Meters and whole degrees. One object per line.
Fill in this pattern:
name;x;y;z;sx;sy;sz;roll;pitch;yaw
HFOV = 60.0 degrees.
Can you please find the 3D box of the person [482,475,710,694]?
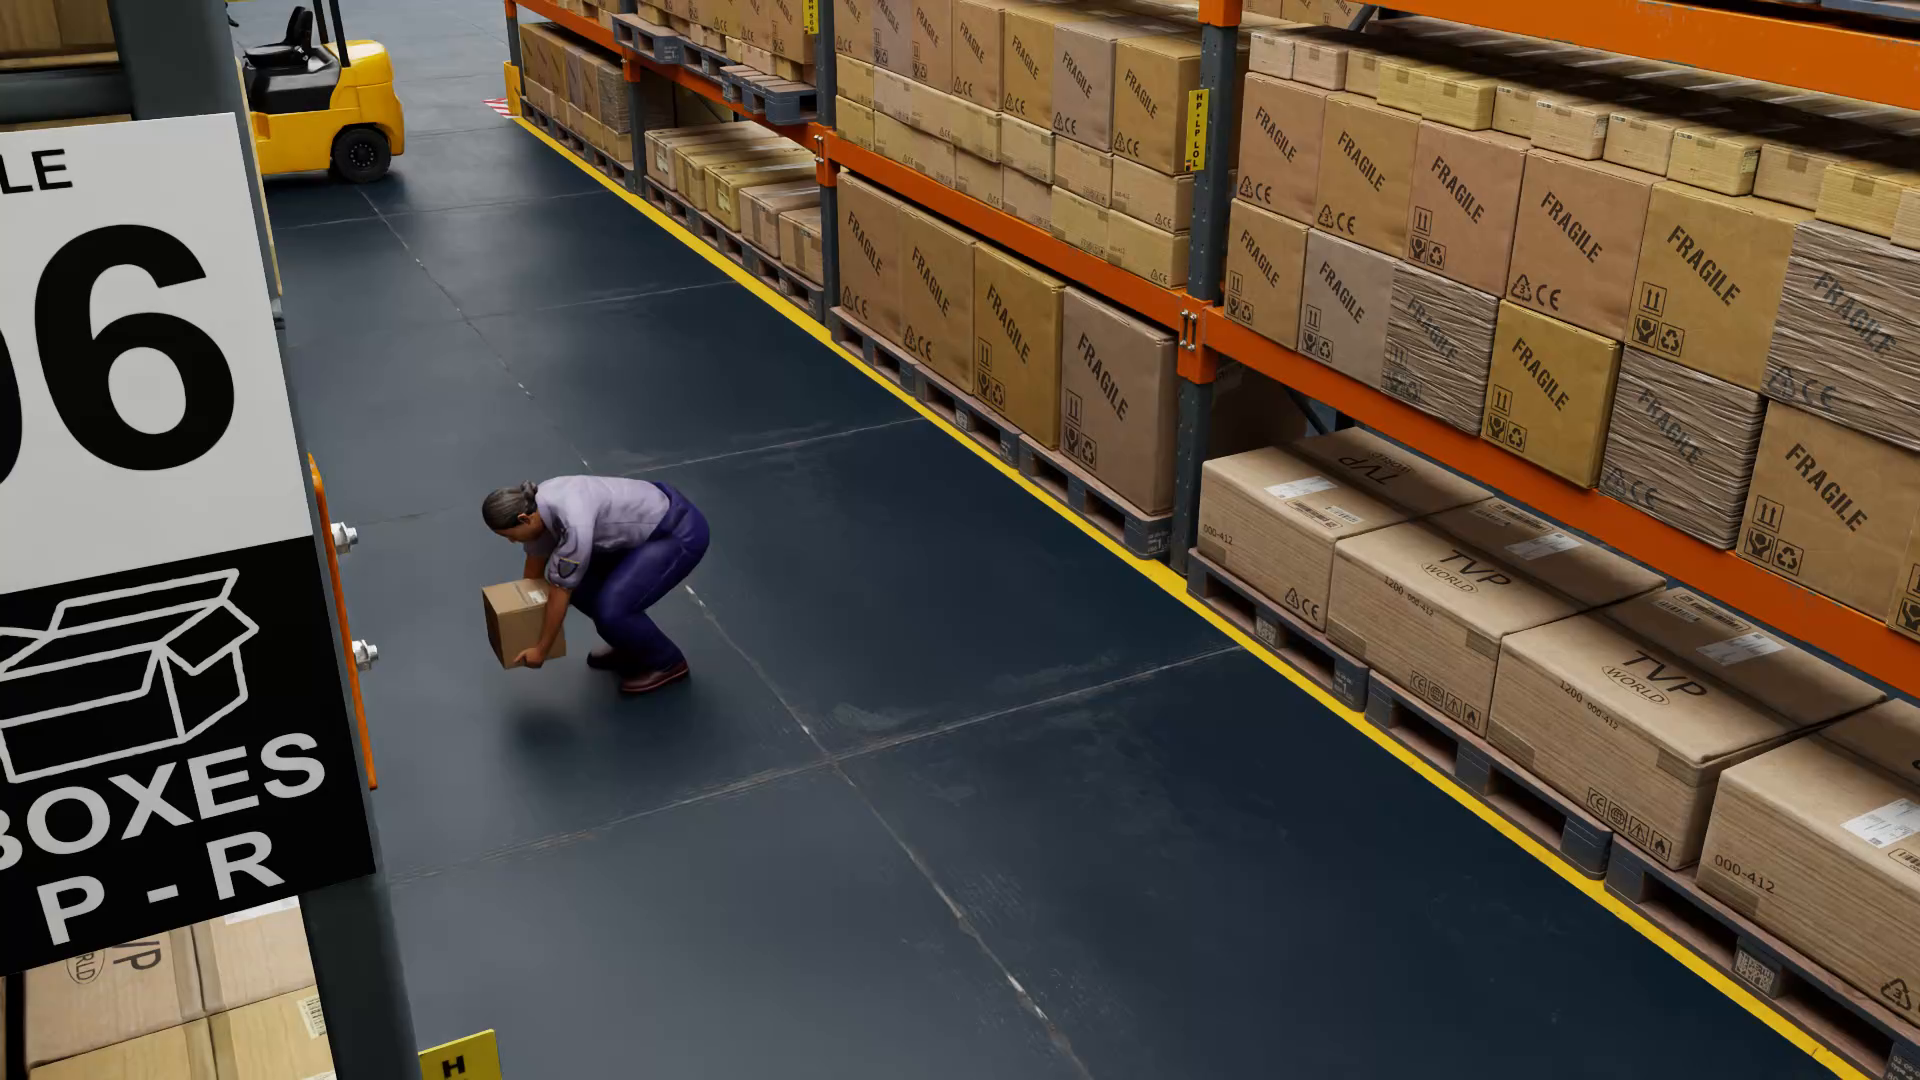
person;-1.461;0.150;6.636;0.801;0.944;0.515;-14;29;-27
